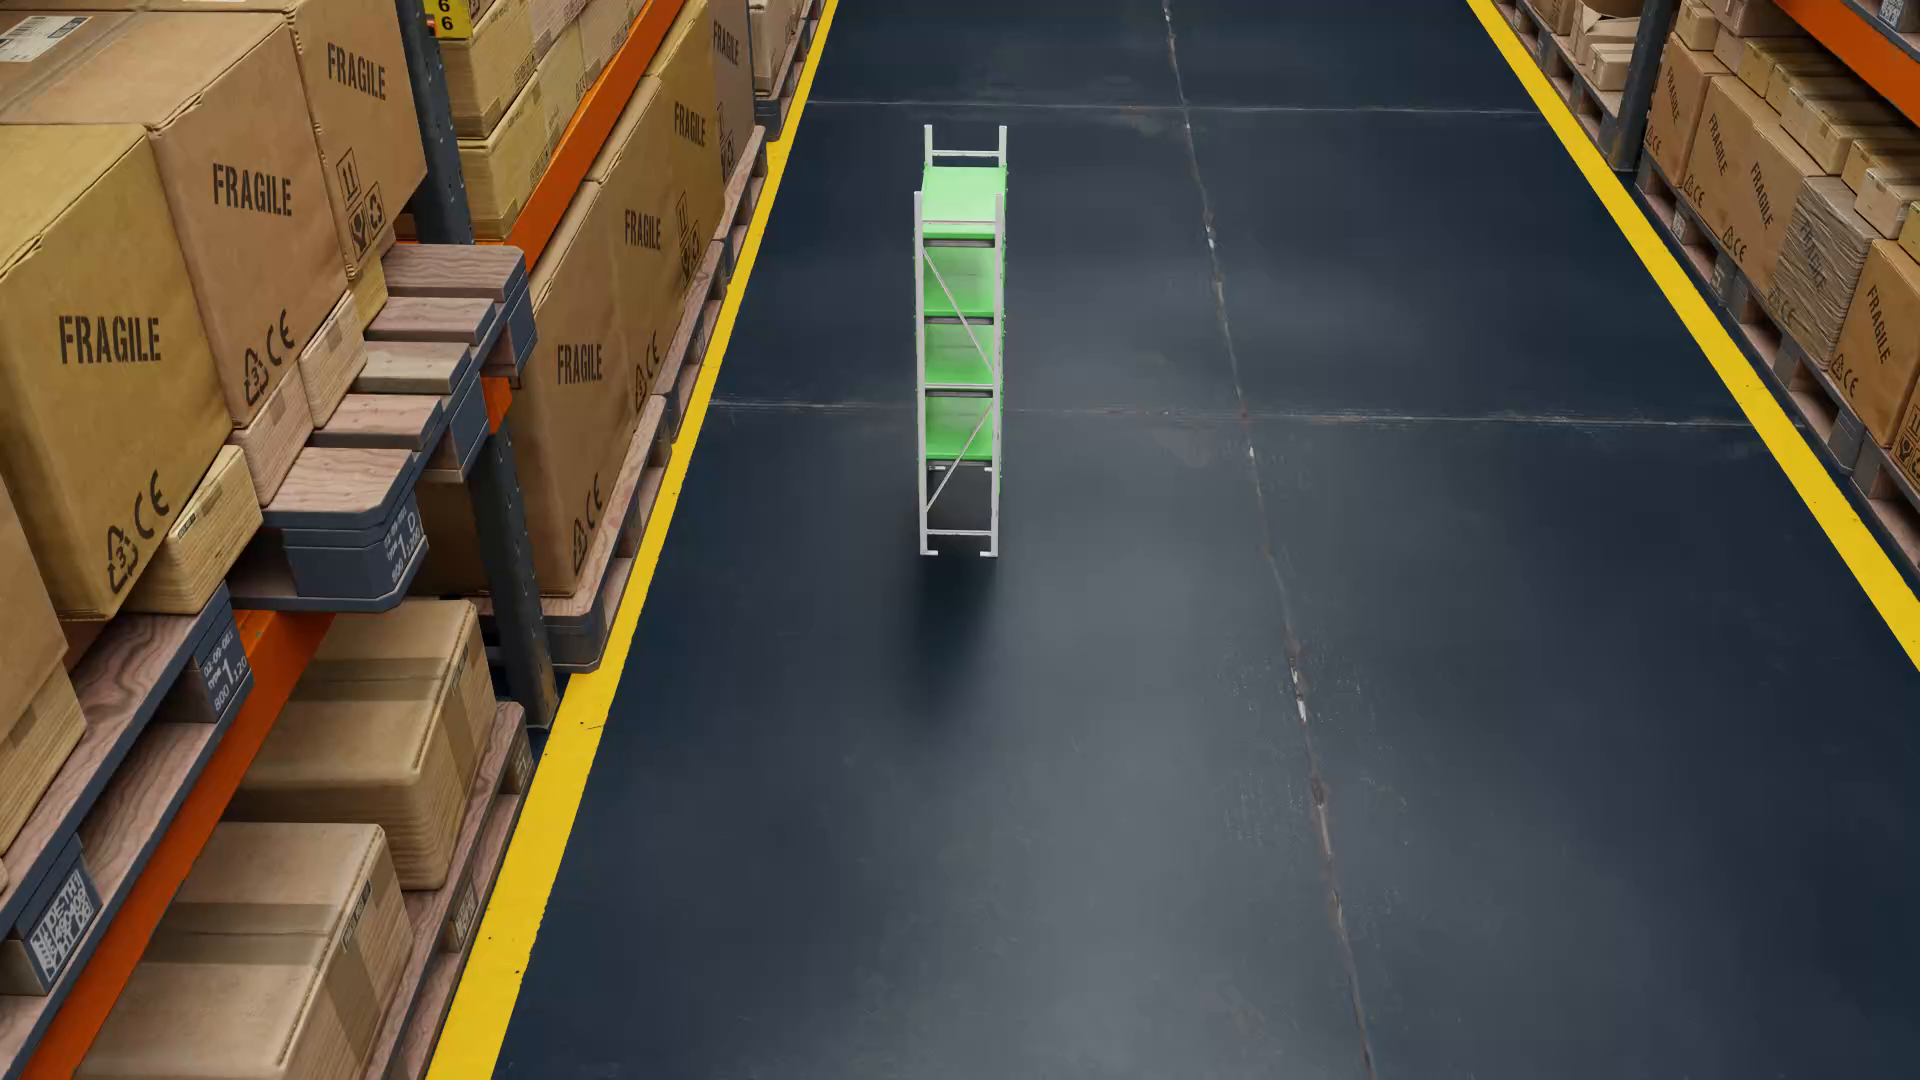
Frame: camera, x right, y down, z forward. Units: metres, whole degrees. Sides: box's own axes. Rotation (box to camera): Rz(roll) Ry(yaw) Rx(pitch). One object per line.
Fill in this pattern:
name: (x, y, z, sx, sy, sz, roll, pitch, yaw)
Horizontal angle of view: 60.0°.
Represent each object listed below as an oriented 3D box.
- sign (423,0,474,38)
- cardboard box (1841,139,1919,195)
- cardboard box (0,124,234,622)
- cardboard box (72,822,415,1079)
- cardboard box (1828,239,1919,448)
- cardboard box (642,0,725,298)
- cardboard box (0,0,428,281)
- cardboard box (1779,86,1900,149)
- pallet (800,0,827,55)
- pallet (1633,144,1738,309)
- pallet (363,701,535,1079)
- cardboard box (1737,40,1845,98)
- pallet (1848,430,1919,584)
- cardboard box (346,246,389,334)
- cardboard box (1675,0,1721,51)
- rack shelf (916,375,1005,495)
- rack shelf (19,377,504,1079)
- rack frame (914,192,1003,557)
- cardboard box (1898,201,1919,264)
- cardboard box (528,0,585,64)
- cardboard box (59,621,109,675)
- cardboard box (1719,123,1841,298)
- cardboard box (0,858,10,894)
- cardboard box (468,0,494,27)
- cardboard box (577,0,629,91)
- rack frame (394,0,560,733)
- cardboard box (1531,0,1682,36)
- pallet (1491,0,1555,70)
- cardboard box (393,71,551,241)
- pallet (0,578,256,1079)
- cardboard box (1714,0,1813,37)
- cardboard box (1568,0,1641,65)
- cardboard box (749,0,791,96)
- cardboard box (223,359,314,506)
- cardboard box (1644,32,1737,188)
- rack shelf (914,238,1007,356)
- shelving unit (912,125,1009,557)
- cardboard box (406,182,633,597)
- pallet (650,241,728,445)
sign: (-1.069, -1.187, 3.393, 0.100, 0.325, 0.005, 1, 35, 2)
cardboard box: (3.257, -1.246, 5.659, 0.380, 0.149, 0.250, 1, 35, 2)
cardboard box: (-1.381, -0.233, 2.261, 0.500, 0.500, 0.500, -1, 35, -1)
cardboard box: (-1.665, 0.899, 3.283, 0.950, 0.372, 0.625, 1, 35, 1)
cardboard box: (3.200, -0.626, 5.340, 0.500, 0.500, 0.500, 3, 35, 4)
cardboard box: (-1.424, -1.477, 6.225, 0.875, 0.875, 0.875, 2, 35, 3)
cardboard box: (-1.352, -0.820, 3.097, 0.500, 0.500, 0.500, 0, 35, 1)
cardboard box: (3.251, -1.544, 6.083, 0.380, 0.149, 0.250, 1, 35, 2)
pallet: (-1.296, -3.048, 9.404, 1.003, 0.211, 1.213, 1, 35, 2)
pallet: (3.514, -1.330, 6.958, 1.003, 0.211, 1.213, 1, 35, 2)
pallet: (-1.644, 0.837, 3.876, 1.003, 0.211, 1.213, 1, 35, 2)
cardboard box: (3.296, -1.845, 6.511, 0.380, 0.149, 0.250, 0, 35, -1)
pallet: (3.416, 0.072, 4.964, 1.003, 0.211, 1.213, 1, 35, 2)
cardboard box: (-1.328, -0.473, 3.167, 0.380, 0.149, 0.250, 2, 35, 3)
cardboard box: (3.229, -2.153, 6.950, 0.380, 0.149, 0.250, 3, 35, 4)
rack shelf: (0.007, -0.337, 5.215, 0.258, 0.148, 0.480, 1, 35, 2)
rack shelf: (-1.692, 0.690, 2.285, 1.077, 0.370, 4.000, 1, 35, 2)
rack frame: (-0.003, -0.446, 4.841, 0.240, 1.200, 0.015, 1, 35, 2)
cardboard box: (3.215, -0.946, 5.233, 0.380, 0.149, 0.250, 1, 35, 1)
cardboard box: (-1.322, -1.479, 4.441, 0.500, 0.250, 0.500, 2, 35, 3)
cardboard box: (-1.444, 0.117, 2.327, 0.380, 0.149, 0.250, 2, 35, 2)
cardboard box: (3.229, -1.222, 6.189, 0.500, 0.500, 0.500, 0, 35, 0)
cardboard box: (-1.354, 0.418, 1.900, 0.380, 0.149, 0.250, 3, 35, 4)
cardboard box: (-1.347, -1.481, 3.792, 0.500, 0.500, 0.500, 0, 35, 0)
cardboard box: (-1.310, -1.564, 4.997, 0.500, 0.250, 0.500, 2, 35, 3)
rack frame: (-1.611, -0.753, 3.713, 1.000, 3.000, 0.127, 1, 35, 2)
cardboard box: (3.436, -2.950, 8.648, 0.700, 0.500, 0.500, 0, 35, 0)
pallet: (3.584, -2.895, 9.186, 1.003, 0.211, 1.213, 1, 35, 2)
cardboard box: (-1.340, -0.967, 4.148, 0.500, 0.250, 0.500, 1, 35, 1)
pallet: (-1.650, 0.464, 2.148, 1.003, 0.211, 1.213, 1, 35, 2)
cardboard box: (3.266, -2.125, 6.650, 0.380, 0.149, 0.250, 0, 35, 0)
cardboard box: (3.253, -2.524, 8.245, 0.396, 0.266, 0.258, 3, 35, 4)
cardboard box: (-1.318, -2.533, 8.109, 0.875, 0.438, 0.875, 1, 35, 1)
cardboard box: (-1.311, -0.182, 2.754, 0.380, 0.149, 0.250, 0, 35, 0)
cardboard box: (3.265, -1.815, 7.033, 0.500, 0.500, 0.500, 3, 35, 4)
rack shelf: (0.007, -0.730, 4.939, 0.258, 0.148, 0.480, 1, 35, 2)
shelving unit: (0.007, -0.586, 5.040, 0.258, 1.200, 0.503, 1, 35, 2)
cardboard box: (-1.500, -0.451, 4.765, 0.875, 0.875, 0.875, 1, 35, 1)
pallet: (-1.452, -0.763, 6.151, 1.003, 0.211, 1.213, 1, 35, 2)
